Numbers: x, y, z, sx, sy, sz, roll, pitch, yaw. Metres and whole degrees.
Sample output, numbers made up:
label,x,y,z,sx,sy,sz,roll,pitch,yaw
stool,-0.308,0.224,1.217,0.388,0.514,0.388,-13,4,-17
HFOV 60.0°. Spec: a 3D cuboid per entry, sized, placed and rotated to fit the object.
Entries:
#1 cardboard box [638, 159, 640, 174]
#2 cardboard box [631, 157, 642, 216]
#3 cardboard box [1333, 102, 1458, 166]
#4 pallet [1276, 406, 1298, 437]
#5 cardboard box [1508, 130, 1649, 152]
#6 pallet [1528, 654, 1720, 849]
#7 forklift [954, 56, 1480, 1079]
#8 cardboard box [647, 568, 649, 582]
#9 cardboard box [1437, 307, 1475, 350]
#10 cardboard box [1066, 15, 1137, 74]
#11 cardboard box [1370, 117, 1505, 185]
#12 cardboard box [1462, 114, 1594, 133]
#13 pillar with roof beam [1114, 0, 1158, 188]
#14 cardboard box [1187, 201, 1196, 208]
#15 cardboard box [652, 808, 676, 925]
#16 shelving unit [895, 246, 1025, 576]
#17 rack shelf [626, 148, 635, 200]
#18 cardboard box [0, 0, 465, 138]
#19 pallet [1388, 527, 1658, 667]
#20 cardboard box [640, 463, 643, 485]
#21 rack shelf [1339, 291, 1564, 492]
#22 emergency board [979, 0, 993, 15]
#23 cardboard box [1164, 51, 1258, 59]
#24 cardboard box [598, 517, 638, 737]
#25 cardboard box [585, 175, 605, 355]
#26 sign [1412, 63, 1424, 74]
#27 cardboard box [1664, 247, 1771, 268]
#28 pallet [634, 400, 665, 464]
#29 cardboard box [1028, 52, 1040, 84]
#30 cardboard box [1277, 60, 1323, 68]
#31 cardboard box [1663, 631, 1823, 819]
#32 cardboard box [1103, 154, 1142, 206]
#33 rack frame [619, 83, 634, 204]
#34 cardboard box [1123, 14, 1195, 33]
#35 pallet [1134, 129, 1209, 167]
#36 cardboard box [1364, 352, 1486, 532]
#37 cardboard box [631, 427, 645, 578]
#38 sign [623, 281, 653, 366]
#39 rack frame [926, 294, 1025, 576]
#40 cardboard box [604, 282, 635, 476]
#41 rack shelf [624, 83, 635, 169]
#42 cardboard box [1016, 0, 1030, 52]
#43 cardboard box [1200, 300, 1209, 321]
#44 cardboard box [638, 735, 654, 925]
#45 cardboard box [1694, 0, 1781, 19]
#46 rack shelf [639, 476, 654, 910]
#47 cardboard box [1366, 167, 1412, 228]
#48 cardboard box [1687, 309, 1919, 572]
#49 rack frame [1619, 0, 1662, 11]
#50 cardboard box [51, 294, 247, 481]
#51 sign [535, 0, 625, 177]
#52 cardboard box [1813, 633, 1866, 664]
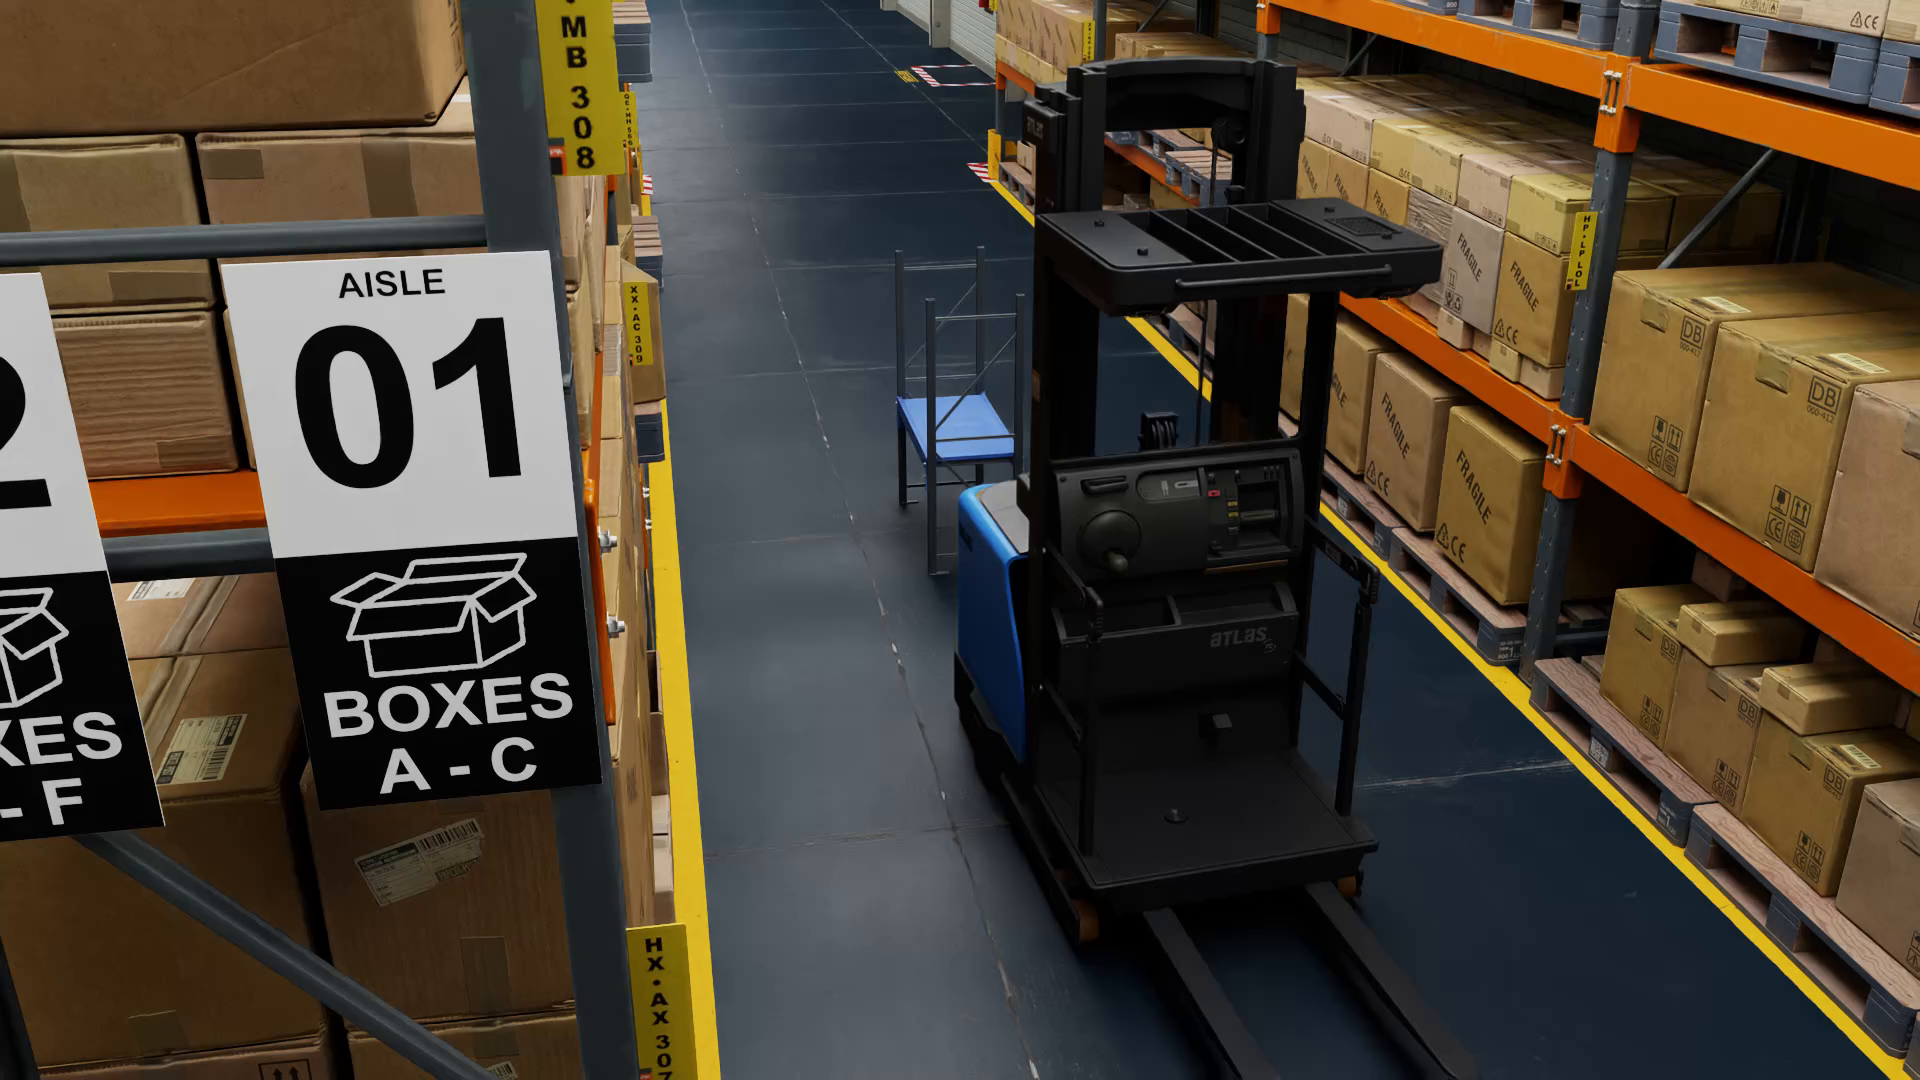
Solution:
label,x,y,z,sx,sy,sz,roll,pitch,yaw
cardboard box,-3.384,-3.793,16.162,0.500,0.500,0.500,-4,24,-10
cardboard box,-3.013,-3.007,14.361,0.500,0.500,0.500,-4,24,-10
cardboard box,2.399,-2.250,9.194,0.500,0.250,0.500,-4,24,-9
pallet,2.444,-0.726,10.649,1.003,0.211,1.213,-4,24,-10
cardboard box,3.082,-1.884,8.357,0.500,0.250,0.500,-5,24,-12
pallet,3.176,0.836,7.072,1.003,0.211,1.213,-4,24,-10
forklift,0.848,-0.070,5.748,1.130,2.935,3.031,-6,24,-14
cardboard box,-1.715,0.148,7.737,0.500,0.500,0.500,-4,24,-9
cardboard box,2.591,-1.055,8.207,0.380,0.149,0.250,-4,24,-10
cardboard box,1.241,-4.340,14.666,0.500,0.500,0.500,-4,24,-10
cardboard box,2.500,-2.049,8.736,0.500,0.250,0.500,-5,24,-11
cardboard box,2.990,-2.089,8.828,0.500,0.250,0.500,-5,24,-11
pillar with roof beam,-2.358,-7.686,15.605,9.100,9.000,0.400,-4,24,-10
cardboard box,2.044,-2.430,12.702,0.500,0.250,0.500,-4,24,-10
cardboard box,-1.233,1.150,5.678,0.500,0.311,0.500,-4,24,-10
shelving unit,-0.016,-0.721,9.027,0.538,1.500,1.048,-4,24,-10
rack shelf,-2.865,-2.409,11.917,1.077,0.370,4.000,-4,24,-10
cardboard box,-1.127,-0.885,2.406,0.700,0.500,0.500,-4,24,-10
pallet,2.895,0.233,8.452,1.003,0.211,1.213,-4,24,-10
cardboard box,-1.791,-0.380,8.009,0.500,0.250,0.500,-4,24,-10
rack shelf,2.742,-1.204,9.157,1.077,0.370,4.000,-4,24,-10
emergency board,0.343,-8.590,25.171,0.194,1.169,0.643,-4,24,-10
cardboard box,1.942,-3.461,12.752,0.700,0.500,0.500,-1,24,-2
cardboard box,-0.943,0.292,3.460,0.500,0.500,0.500,-4,24,-9
cardboard box,-0.941,-0.530,3.154,0.500,0.250,0.500,-4,24,-10
sign,2.917,-2.893,10.679,0.100,0.325,0.005,-4,24,-10
cardboard box,3.274,-1.137,7.585,0.500,0.500,0.500,-5,24,-12
pallet,-1.796,-0.613,7.146,1.003,0.211,1.213,-4,24,-10
cardboard box,0.961,-4.589,16.171,0.500,0.250,0.500,-4,24,-9
cardboard box,2.205,-3.124,11.169,0.380,0.149,0.250,-8,25,-19
cardboard box,3.239,0.706,6.484,0.700,0.500,0.500,-5,24,-10
cardboard box,1.401,-3.355,15.757,0.500,0.500,0.500,-6,24,-14
rack frame,-3.235,-3.525,13.574,1.000,3.000,0.127,-4,24,-10
cardboard box,1.751,-4.378,14.751,0.500,0.500,0.500,-5,24,-11
pallet,1.966,-3.008,12.628,1.003,0.211,1.213,-4,24,-10
cardboard box,2.697,-0.549,8.921,0.750,0.750,0.750,-4,24,-8
cardboard box,-1.314,-0.044,5.478,0.500,0.500,0.500,-4,24,-8
sign,-1.224,-0.818,6.295,0.100,0.325,0.005,-4,24,-10
rack frame,0.078,-0.521,8.569,0.500,1.500,0.032,-4,24,-10
cardboard box,-1.310,-0.501,5.276,0.500,0.500,0.500,-5,24,-11
rack shelf,-3.605,-3.982,15.519,1.077,0.370,4.000,-4,24,-10
cardboard box,0.857,-5.142,16.501,0.500,0.500,0.500,-5,24,-11
cardboard box,2.207,-1.867,12.350,0.700,0.500,0.500,-4,24,-10
cardboard box,-0.940,0.752,3.655,0.500,0.500,0.500,-5,24,-10
cardboard box,2.981,-1.999,5.870,0.500,0.250,0.500,-4,24,-10
rack shelf,-1.386,0.738,4.712,1.077,0.370,4.000,-4,24,-10
cardboard box,2.493,-1.695,8.862,0.500,0.500,0.500,-4,24,-8
cardboard box,3.326,-0.382,6.002,0.980,0.700,0.700,-5,24,-11
rack frame,3.112,-3.496,6.011,1.000,3.000,0.127,-4,24,-10
cardboard box,-1.370,-0.294,2.614,0.500,0.250,0.500,-4,24,-10
sign,-0.483,-0.621,2.083,0.100,0.325,0.005,-4,24,-10
cardboard box,3.466,0.450,6.260,0.380,0.149,0.250,-5,24,-11
